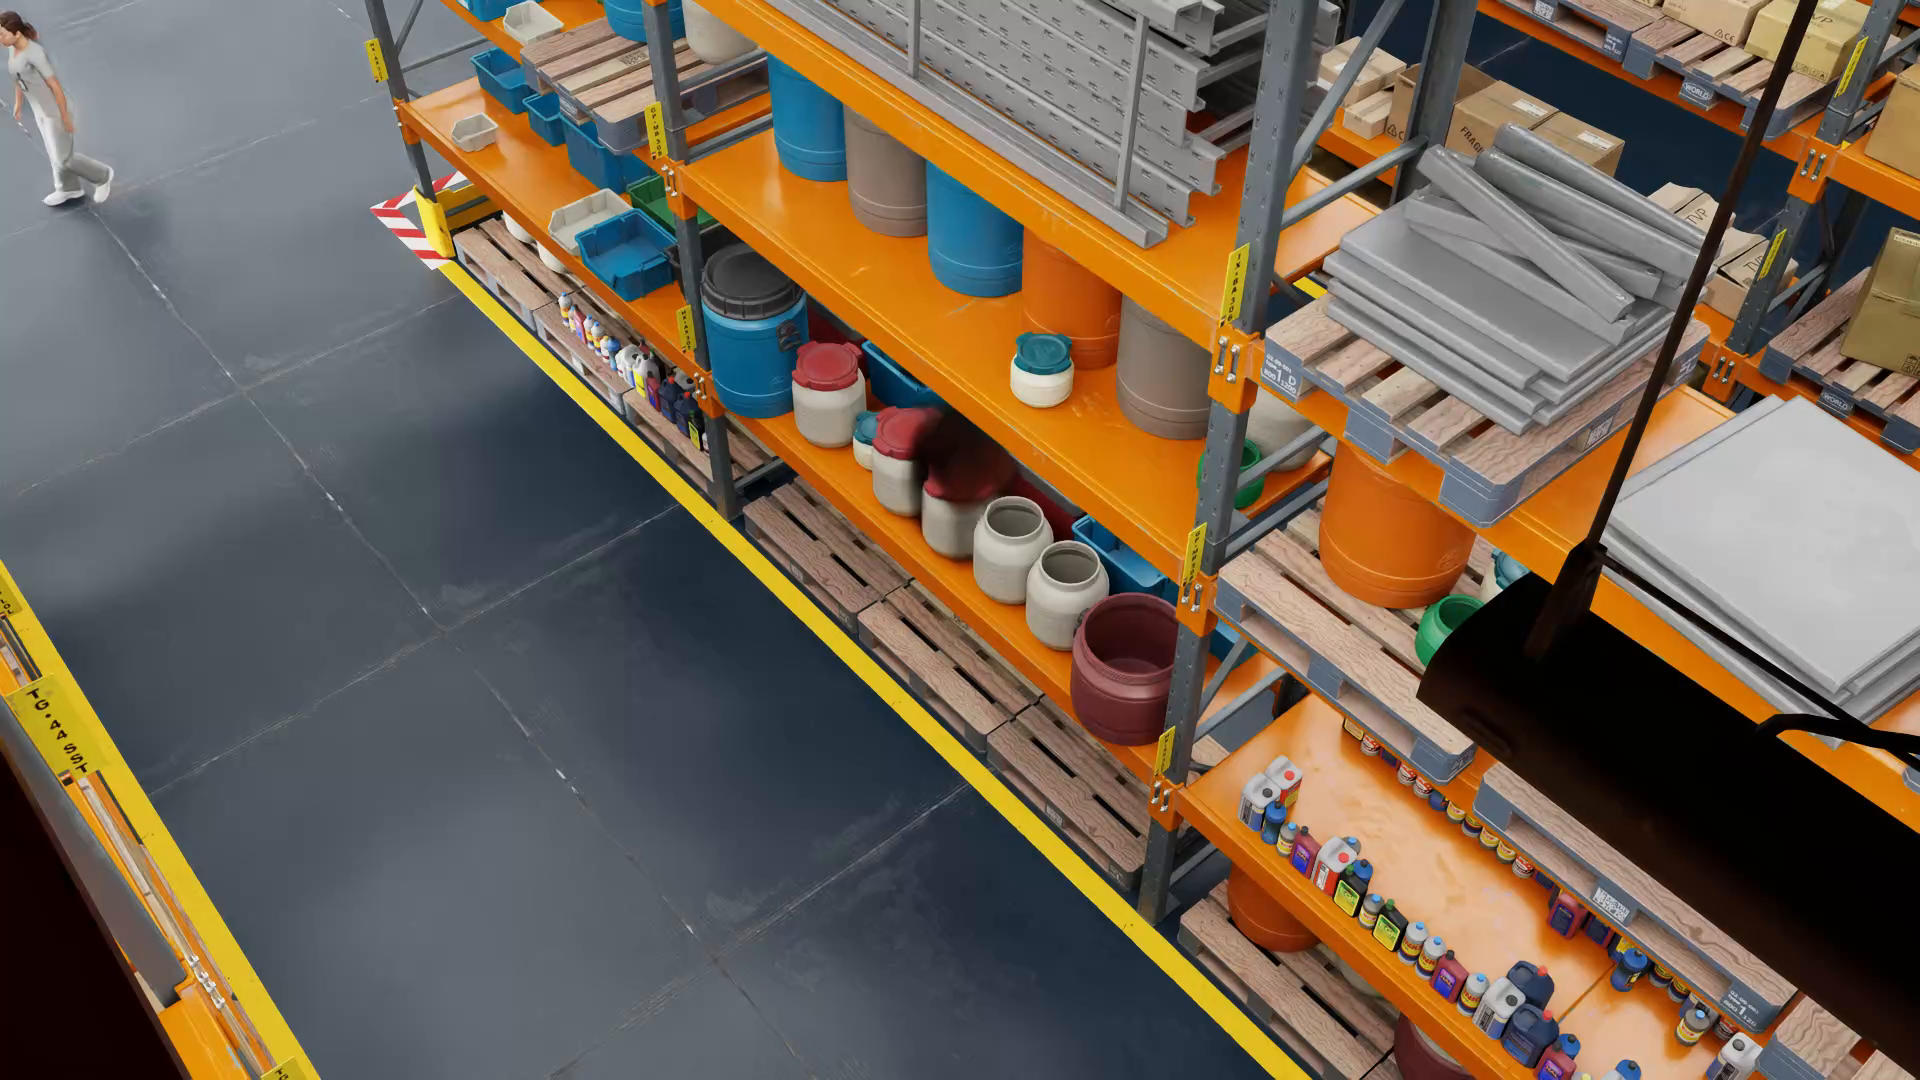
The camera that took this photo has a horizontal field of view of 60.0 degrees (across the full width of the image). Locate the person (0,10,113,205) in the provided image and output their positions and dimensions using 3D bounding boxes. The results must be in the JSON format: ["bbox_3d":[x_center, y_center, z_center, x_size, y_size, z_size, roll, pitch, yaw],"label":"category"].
[{"bbox_3d":[-7.143,-3.360,13.013,0.565,1.674,0.525,32,54,27],"label":"person"}]
